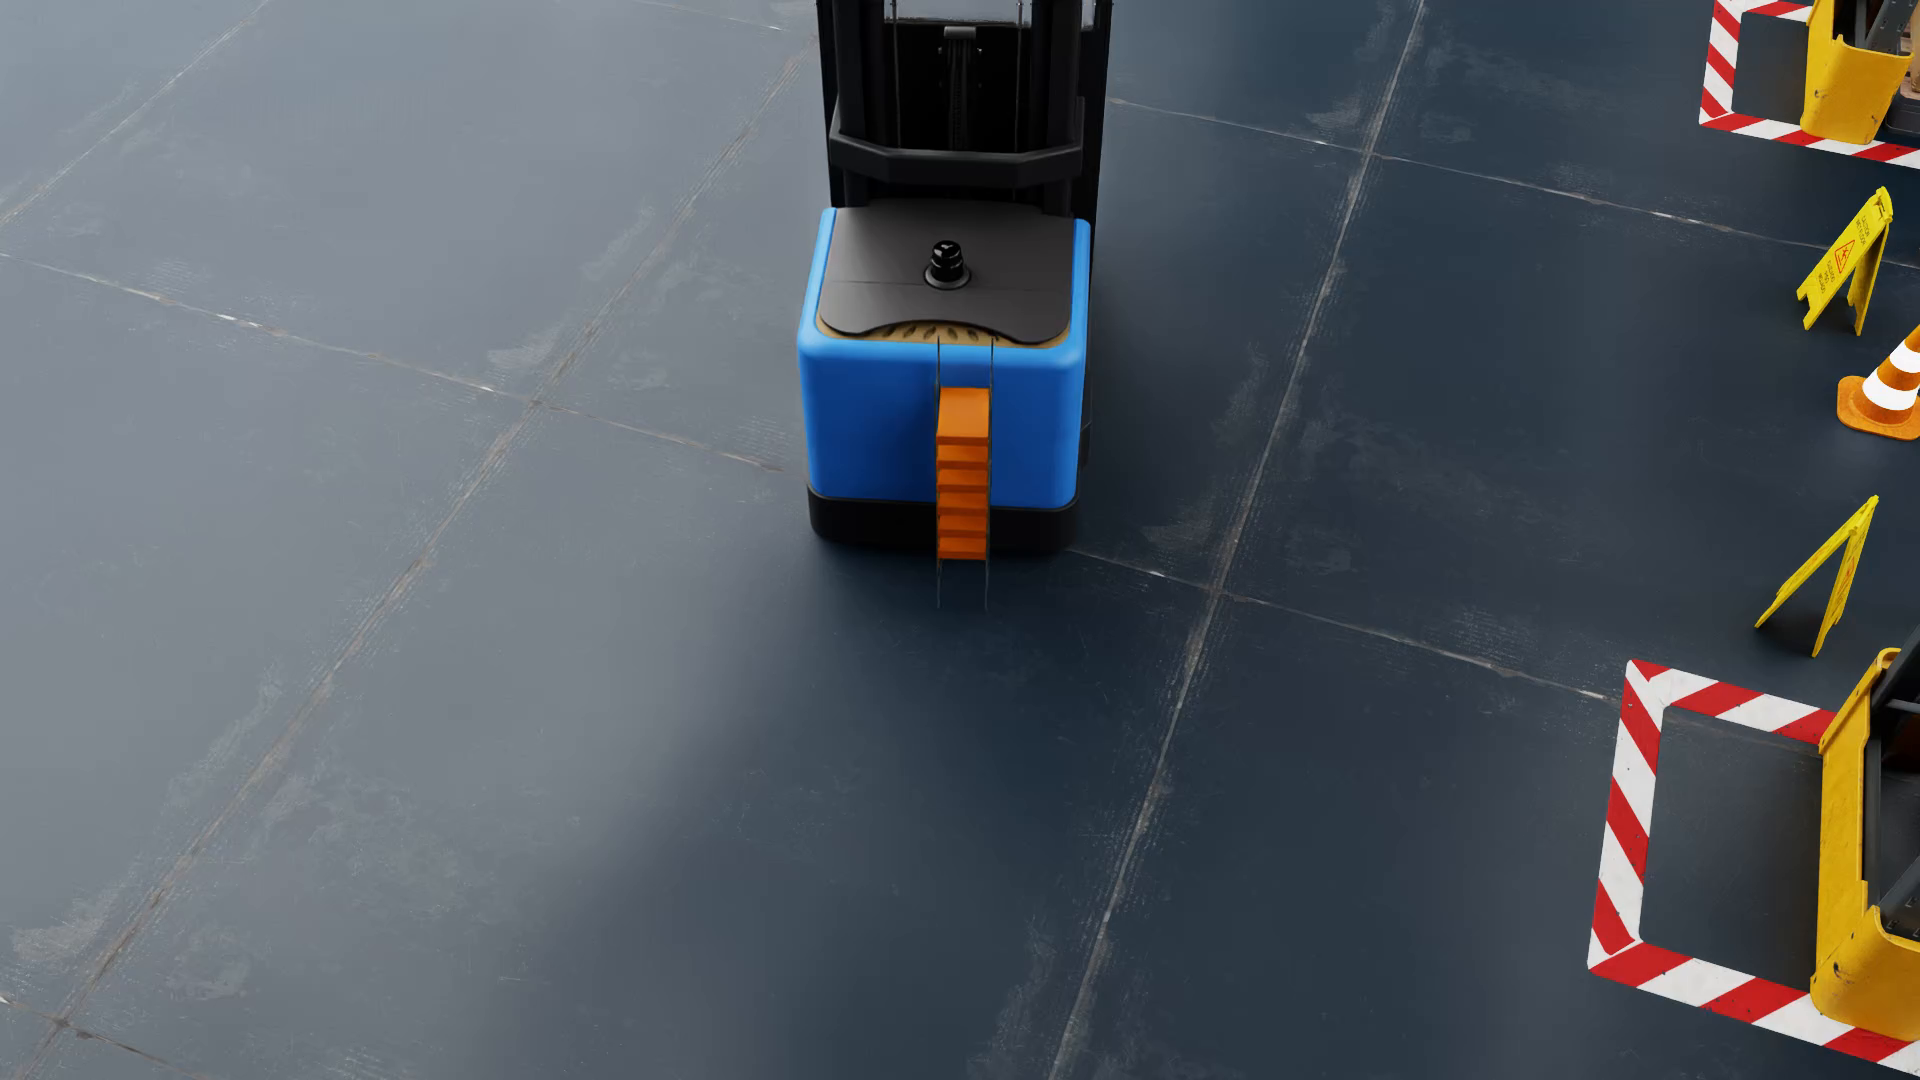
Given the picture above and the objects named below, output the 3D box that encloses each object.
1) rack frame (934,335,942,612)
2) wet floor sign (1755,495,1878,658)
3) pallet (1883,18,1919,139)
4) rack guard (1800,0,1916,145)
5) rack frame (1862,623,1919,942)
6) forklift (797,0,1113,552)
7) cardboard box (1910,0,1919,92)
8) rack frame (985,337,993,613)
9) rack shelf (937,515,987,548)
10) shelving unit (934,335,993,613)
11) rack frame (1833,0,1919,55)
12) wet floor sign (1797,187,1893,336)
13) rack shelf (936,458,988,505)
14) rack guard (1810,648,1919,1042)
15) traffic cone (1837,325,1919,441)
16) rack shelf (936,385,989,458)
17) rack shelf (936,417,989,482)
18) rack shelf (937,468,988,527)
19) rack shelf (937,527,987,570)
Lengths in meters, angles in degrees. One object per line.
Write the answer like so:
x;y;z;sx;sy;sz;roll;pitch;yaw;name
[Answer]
-0.078;-0.209;6.004;0.006;1.200;0.240;2;49;2;rack frame
3.199;0.099;6.104;0.232;0.644;0.267;33;57;25;wet floor sign
5.404;-2.332;8.498;1.213;0.211;1.003;16;51;13;pallet
4.605;-2.587;8.528;0.348;0.500;1.175;16;51;13;rack guard
3.007;0.136;4.514;0.127;3.000;1.000;16;51;13;rack frame
0.035;-2.029;6.435;1.130;2.935;3.031;3;49;3;forklift
5.286;-2.710;8.108;0.875;0.875;0.875;16;51;13;cardboard box
0.104;-0.203;5.998;0.006;1.200;0.240;2;49;2;rack frame
0.013;-0.098;6.125;0.180;0.103;0.258;2;49;2;rack shelf
0.013;-0.206;6.001;0.189;1.200;0.258;2;49;2;shelving unit
4.627;-3.399;7.578;0.127;3.000;1.000;16;51;13;rack frame
3.914;-1.232;7.257;0.232;0.644;0.267;8;50;7;wet floor sign
0.013;-0.256;5.944;0.180;0.103;0.258;2;49;2;rack shelf
3.078;0.975;5.441;0.348;0.500;1.175;16;51;13;rack guard
3.923;-0.711;6.926;0.334;0.463;0.336;16;51;13;traffic cone
0.013;-0.413;5.763;0.180;0.103;0.258;2;49;2;rack shelf
0.013;-0.334;5.853;0.180;0.103;0.258;2;49;2;rack shelf
0.013;-0.177;6.035;0.180;0.103;0.258;2;49;2;rack shelf
0.013;-0.020;6.216;0.180;0.103;0.258;2;49;2;rack shelf
